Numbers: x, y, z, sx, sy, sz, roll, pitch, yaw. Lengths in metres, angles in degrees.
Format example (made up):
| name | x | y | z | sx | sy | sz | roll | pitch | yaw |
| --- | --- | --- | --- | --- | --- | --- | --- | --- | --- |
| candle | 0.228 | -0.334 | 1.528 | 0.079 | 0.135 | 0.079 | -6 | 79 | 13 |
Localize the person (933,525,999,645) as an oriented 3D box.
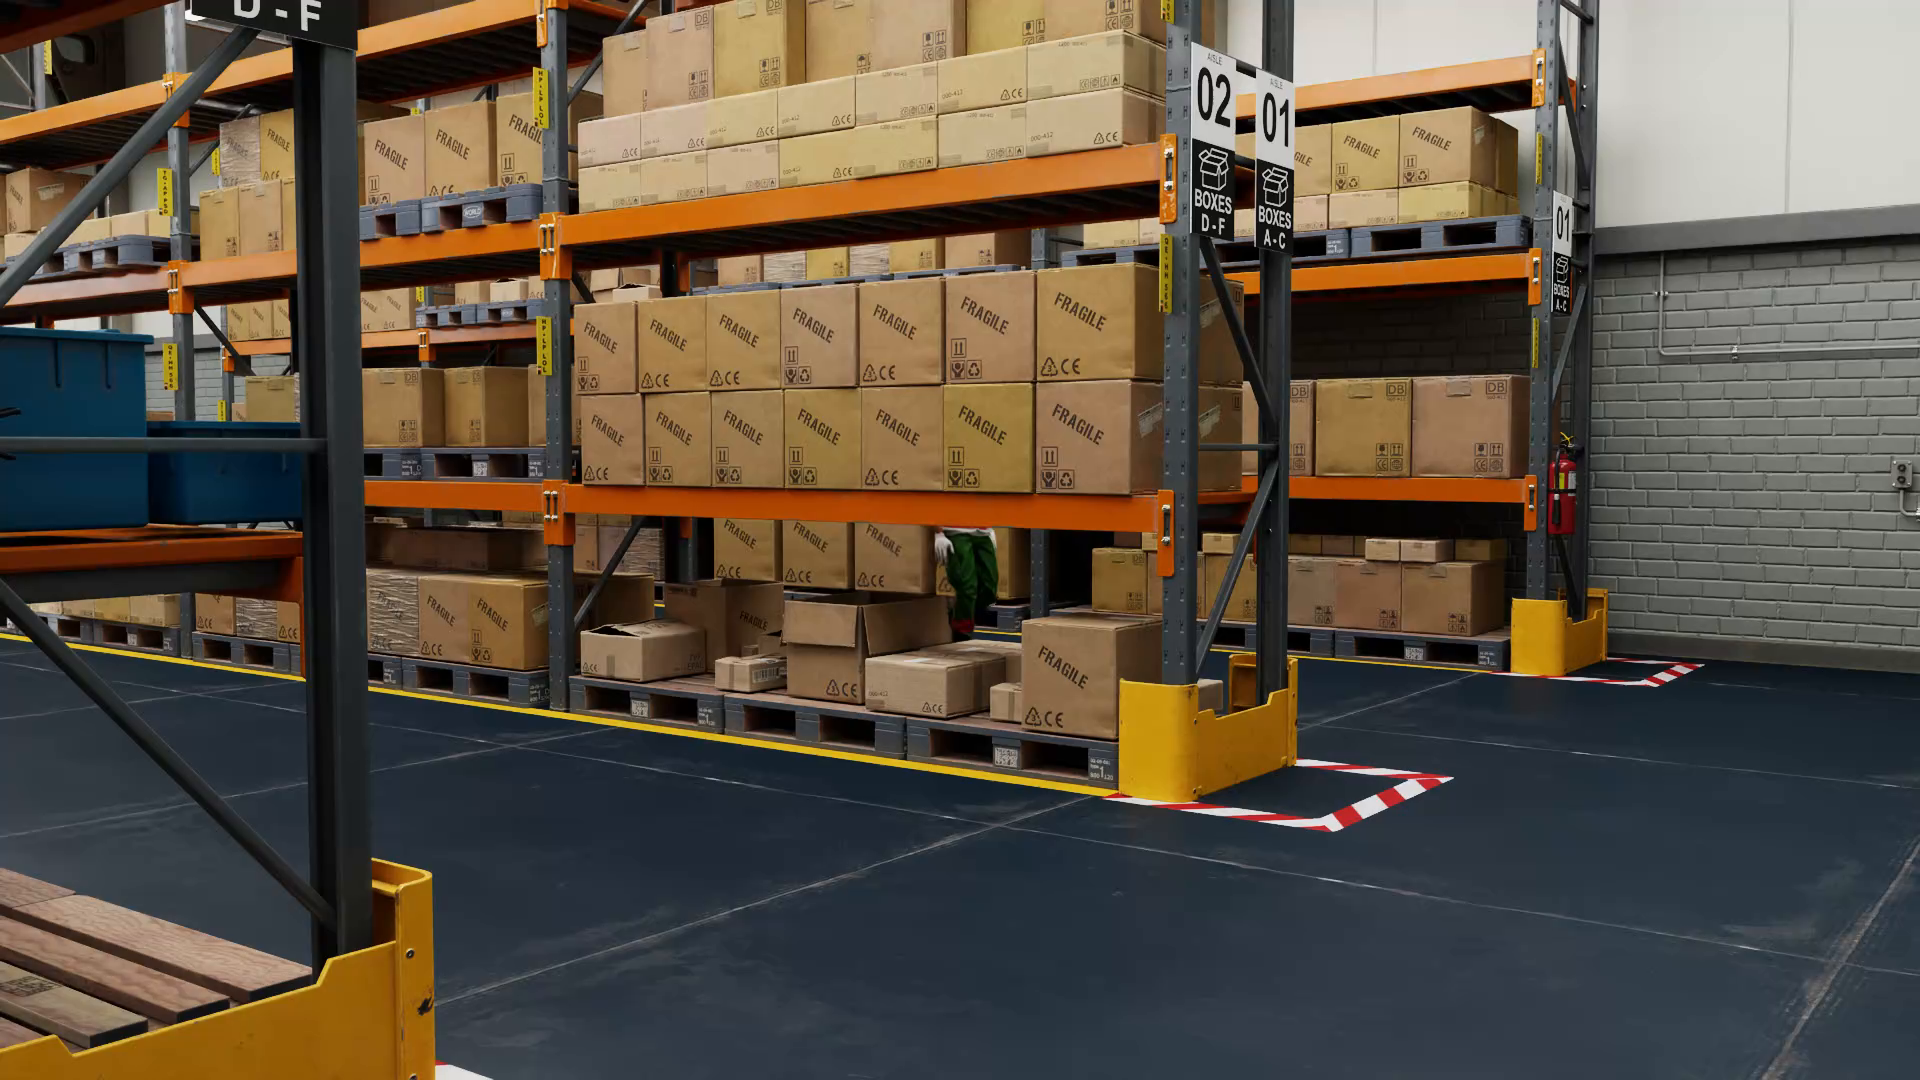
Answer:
| name | x | y | z | sx | sy | sz | roll | pitch | yaw |
| --- | --- | --- | --- | --- | --- | --- | --- | --- | --- |
| person | -0.002 | -0.025 | 11.260 | 0.550 | 1.774 | 0.702 | -3 | 4 | -40 |
